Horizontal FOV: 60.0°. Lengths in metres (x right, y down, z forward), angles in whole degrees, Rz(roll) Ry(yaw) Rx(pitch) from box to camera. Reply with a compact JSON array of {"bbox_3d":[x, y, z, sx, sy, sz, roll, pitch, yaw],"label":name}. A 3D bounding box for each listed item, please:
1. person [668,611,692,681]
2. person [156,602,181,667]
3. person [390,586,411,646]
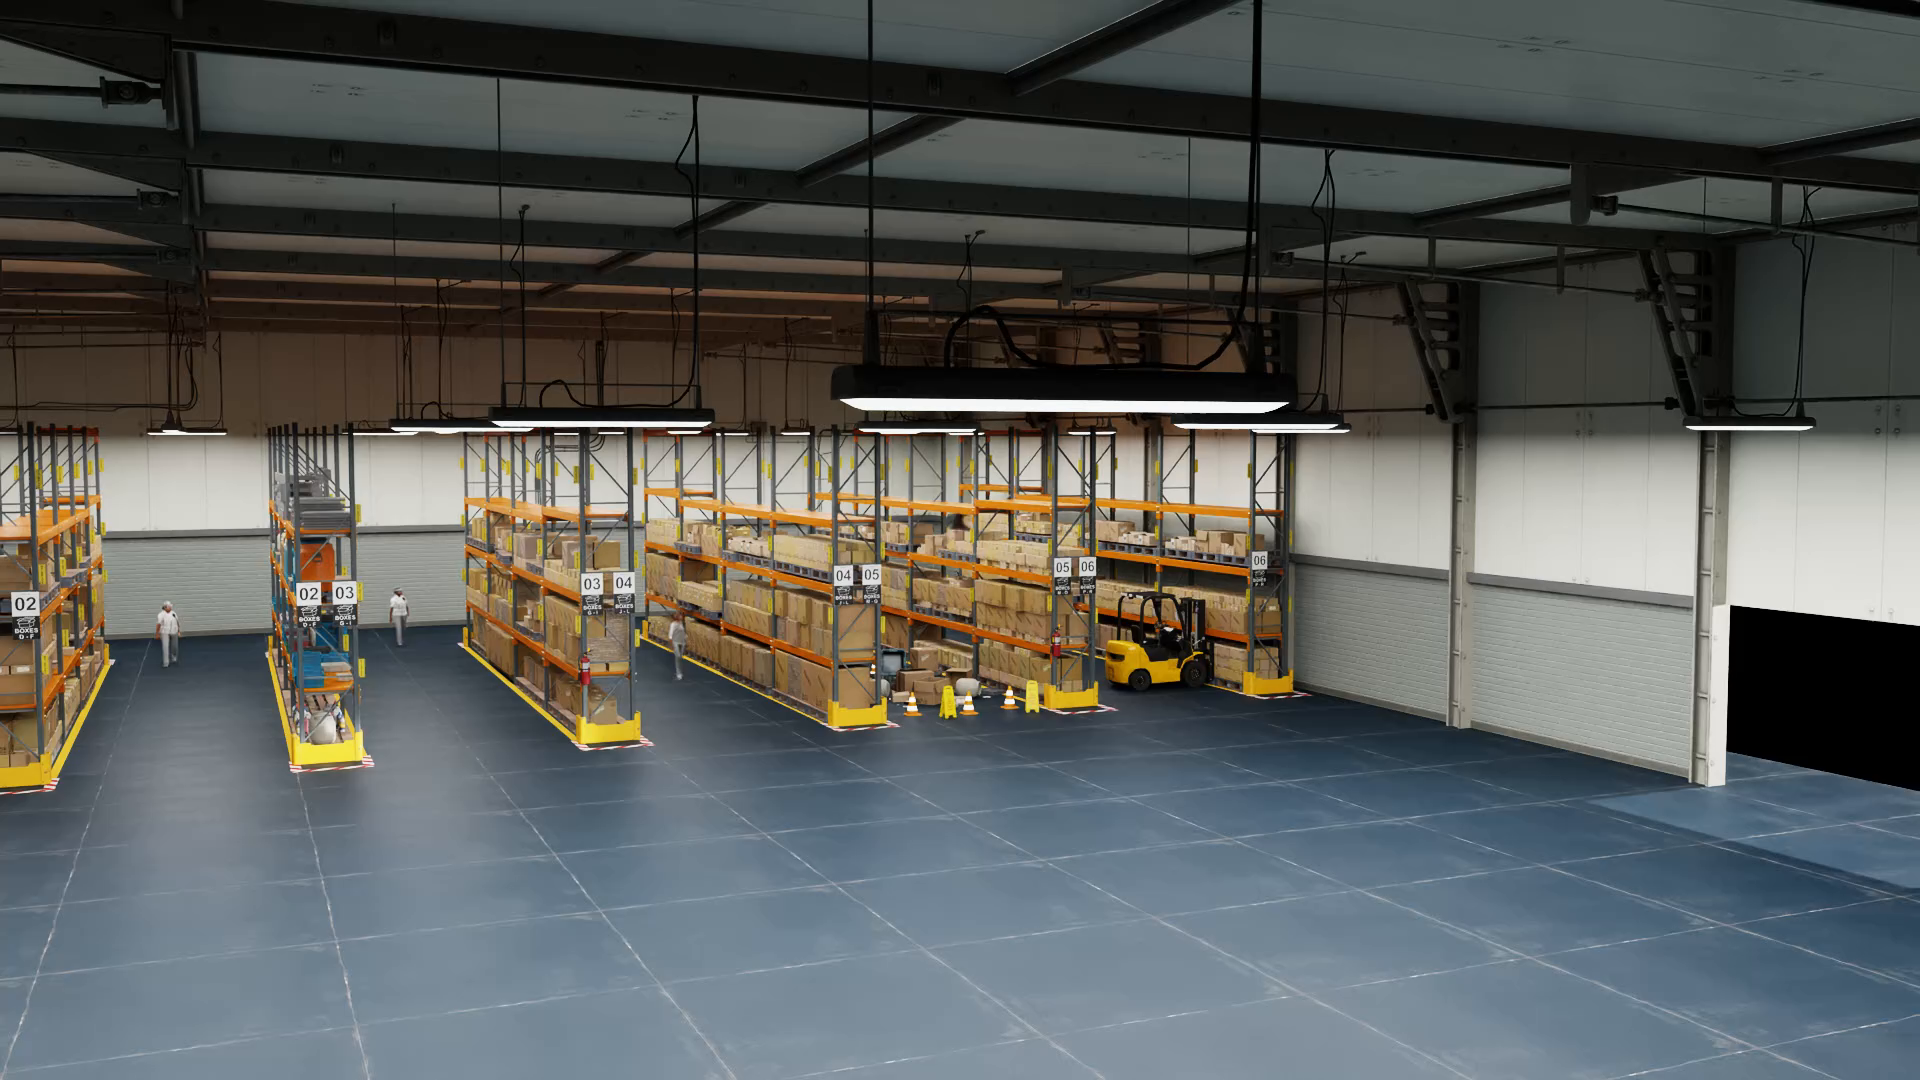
[{"bbox_3d":[-6.673,2.555,39.601,0.549,1.523,0.695,-2,4,-32],"label":"person"},{"bbox_3d":[-19.936,2.355,41.864,0.550,1.609,0.952,-2,4,-29],"label":"person"},{"bbox_3d":[-15.503,2.088,46.011,0.499,1.637,1.023,-3,4,-37],"label":"person"}]
